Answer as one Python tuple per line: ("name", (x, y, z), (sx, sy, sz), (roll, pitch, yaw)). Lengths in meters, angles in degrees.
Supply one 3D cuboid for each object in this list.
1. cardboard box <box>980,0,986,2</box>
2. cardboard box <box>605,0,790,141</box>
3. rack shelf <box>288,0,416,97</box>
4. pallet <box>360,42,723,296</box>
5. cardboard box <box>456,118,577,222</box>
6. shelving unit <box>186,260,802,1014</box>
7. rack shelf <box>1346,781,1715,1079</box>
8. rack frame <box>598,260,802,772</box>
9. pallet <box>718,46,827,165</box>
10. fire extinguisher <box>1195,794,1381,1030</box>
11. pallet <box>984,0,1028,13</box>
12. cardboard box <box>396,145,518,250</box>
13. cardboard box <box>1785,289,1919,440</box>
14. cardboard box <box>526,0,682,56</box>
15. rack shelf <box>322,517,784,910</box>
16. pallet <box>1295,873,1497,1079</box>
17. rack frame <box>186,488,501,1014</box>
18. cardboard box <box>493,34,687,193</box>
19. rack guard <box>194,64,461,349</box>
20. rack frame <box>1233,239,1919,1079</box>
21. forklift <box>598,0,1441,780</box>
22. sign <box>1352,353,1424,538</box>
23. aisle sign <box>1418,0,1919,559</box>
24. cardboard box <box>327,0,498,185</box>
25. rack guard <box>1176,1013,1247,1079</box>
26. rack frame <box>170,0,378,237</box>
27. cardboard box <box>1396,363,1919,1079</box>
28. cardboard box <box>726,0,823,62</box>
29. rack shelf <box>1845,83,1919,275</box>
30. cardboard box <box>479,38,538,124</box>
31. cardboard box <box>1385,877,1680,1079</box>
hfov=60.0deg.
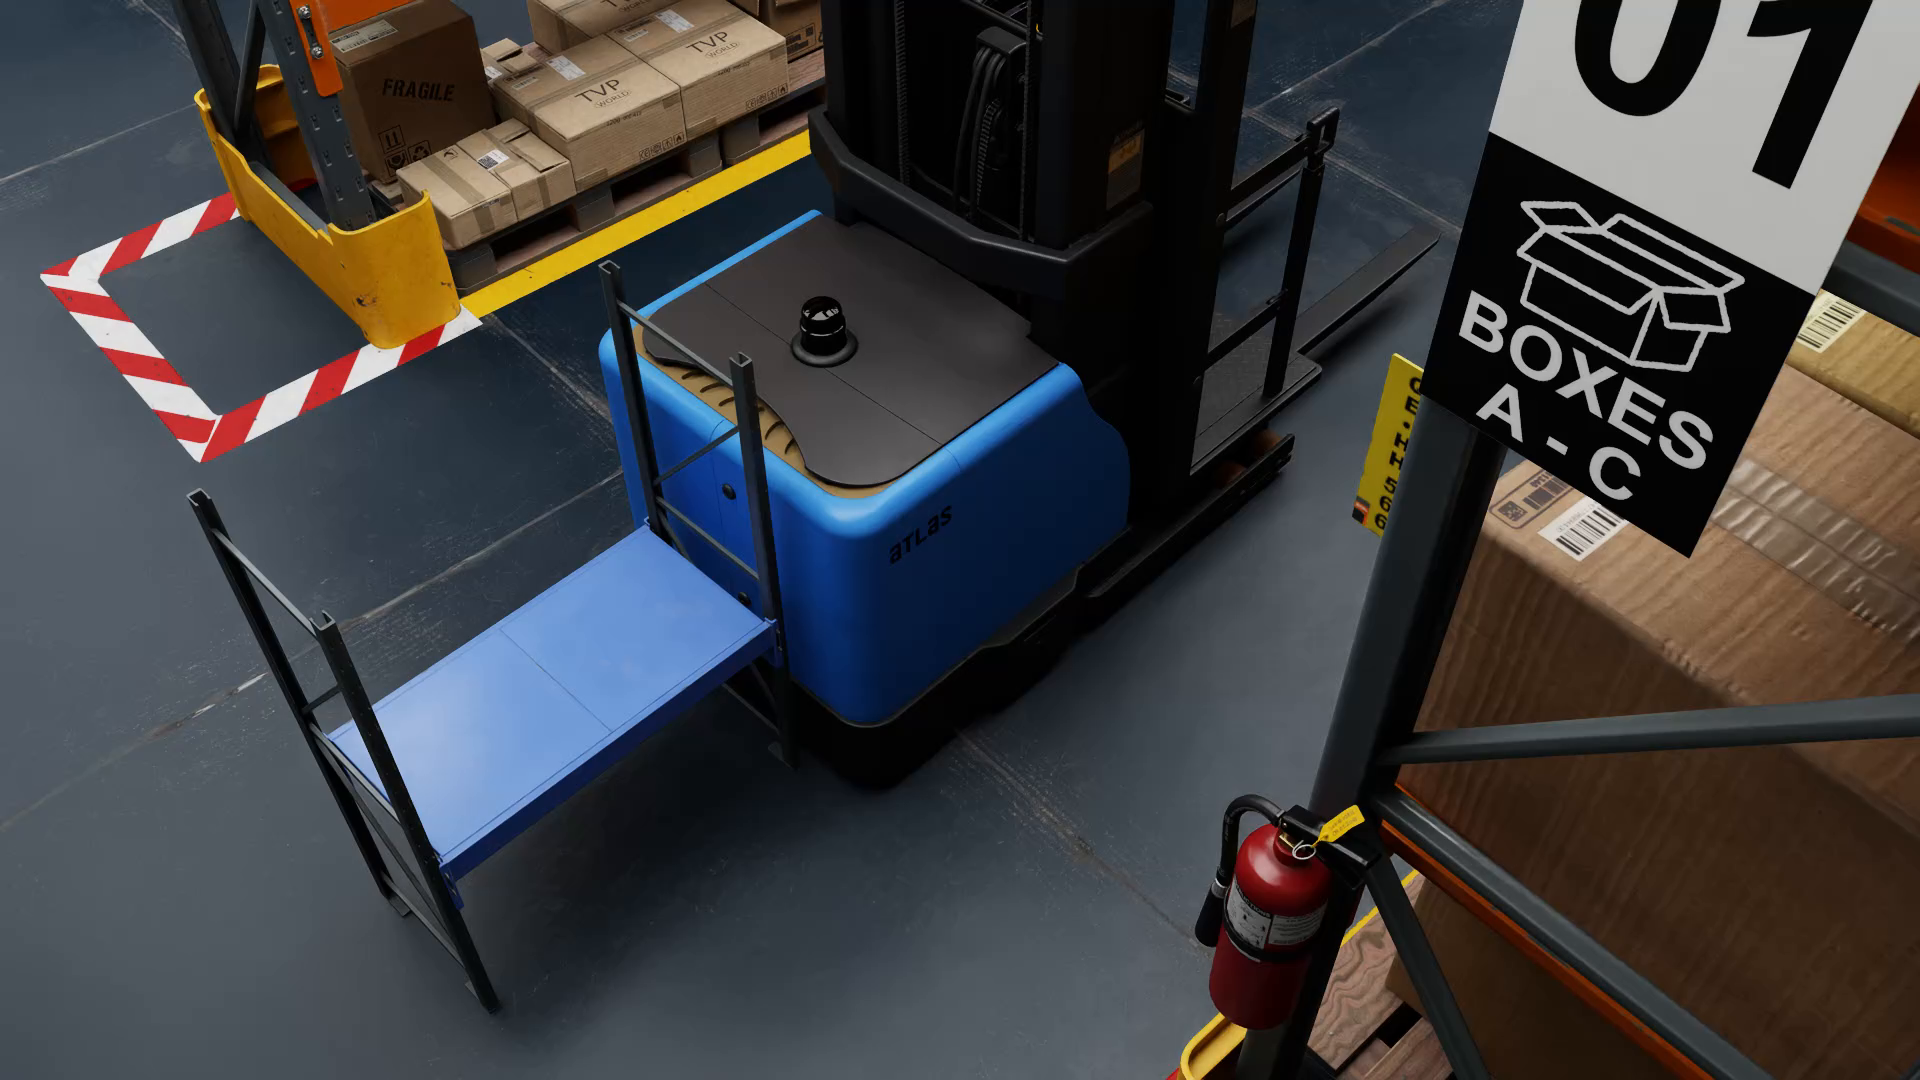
("cardboard box", (-0.180, -2.444, 6.994), (0.500, 0.311, 0.500), (-34, 56, -27))
("cardboard box", (-1.021, -1.861, 6.498), (0.500, 0.250, 0.500), (-34, 56, -27))
("rack shelf", (-0.874, -2.780, 6.264), (4.000, 0.370, 1.077), (-34, 56, -27))
("pallet", (-1.708, -1.522, 6.511), (1.213, 0.211, 1.003), (-34, 56, -27))
("cardboard box", (-1.628, -1.367, 6.099), (0.250, 0.166, 0.380), (-34, 56, -27))
("shelving unit", (-0.988, 0.272, 3.979), (0.538, 1.500, 1.048), (35, 56, 28))
("rack shelf", (2.461, -0.088, 3.780), (4.000, 0.370, 1.077), (-34, 56, -27))
("rack frame", (-0.634, 0.004, 4.226), (0.500, 1.500, 0.032), (35, 56, 28))
("pallet", (-0.806, -2.122, 7.064), (1.213, 0.211, 1.003), (-34, 56, -27))
("fire extinguisher", (0.559, 0.633, 2.931), (0.183, 0.674, 0.296), (-34, 56, -27))
("pallet", (0.097, -2.728, 7.624), (1.213, 0.211, 1.003), (-34, 56, -27))
("cardboard box", (-1.813, -1.238, 5.992), (0.250, 0.149, 0.380), (-34, 56, -27))
("cardboard box", (1.883, -0.069, 3.068), (0.700, 0.700, 0.980), (-34, 56, -27))
("cardboard box", (-1.394, -2.108, 6.726), (0.500, 0.250, 0.500), (-34, 56, -27))
("rack shelf", (-0.988, 0.394, 4.111), (0.538, 0.185, 1.000), (35, 56, 28))
("pallet", (1.520, 1.164, 4.032), (1.213, 0.211, 1.003), (-34, 56, -27))
("rack frame", (-1.342, 0.540, 3.731), (0.500, 1.500, 0.032), (35, 56, 28))
("cardboard box", (-1.391, -1.614, 6.270), (0.500, 0.250, 0.500), (-34, 56, -27))
("rack guard", (-2.298, -1.225, 6.040), (0.348, 0.500, 1.175), (-34, 56, -27))
("rack frame", (0.979, 0.655, 2.605), (0.053, 2.616, 0.949), (-34, 56, -27))
("forklift", (0.436, -1.323, 4.476), (1.130, 2.935, 3.031), (36, 57, 28))
("sign", (0.627, -0.118, 2.369), (0.005, 0.325, 0.100), (-34, 56, -27))
("aisle sign", (0.726, -0.353, 1.766), (0.004, 0.787, 0.394), (-34, 56, -27))
("cardboard box", (-2.117, -1.740, 6.216), (0.500, 0.500, 0.500), (-34, 56, -27))
("rack guard", (0.964, 1.516, 3.511), (0.348, 0.500, 1.175), (-34, 56, -27))
("rack frame", (-2.354, -2.035, 5.087), (0.127, 3.000, 1.000), (-34, 56, -27))
("cardboard box", (1.352, 0.297, 2.731), (0.700, 0.700, 0.980), (-31, 55, -26))
("cardboard box", (-0.781, -2.384, 6.808), (0.637, 0.503, 0.797), (-34, 56, -27))
("rack shelf", (2.461, -1.106, 2.678), (4.000, 0.370, 1.077), (-34, 56, -27))
("cardboard box", (-1.757, -1.778, 6.478), (0.250, 0.166, 0.380), (-34, 56, -27))
("cardboard box", (1.432, 0.961, 3.737), (0.500, 0.500, 0.700), (-34, 56, -27))
